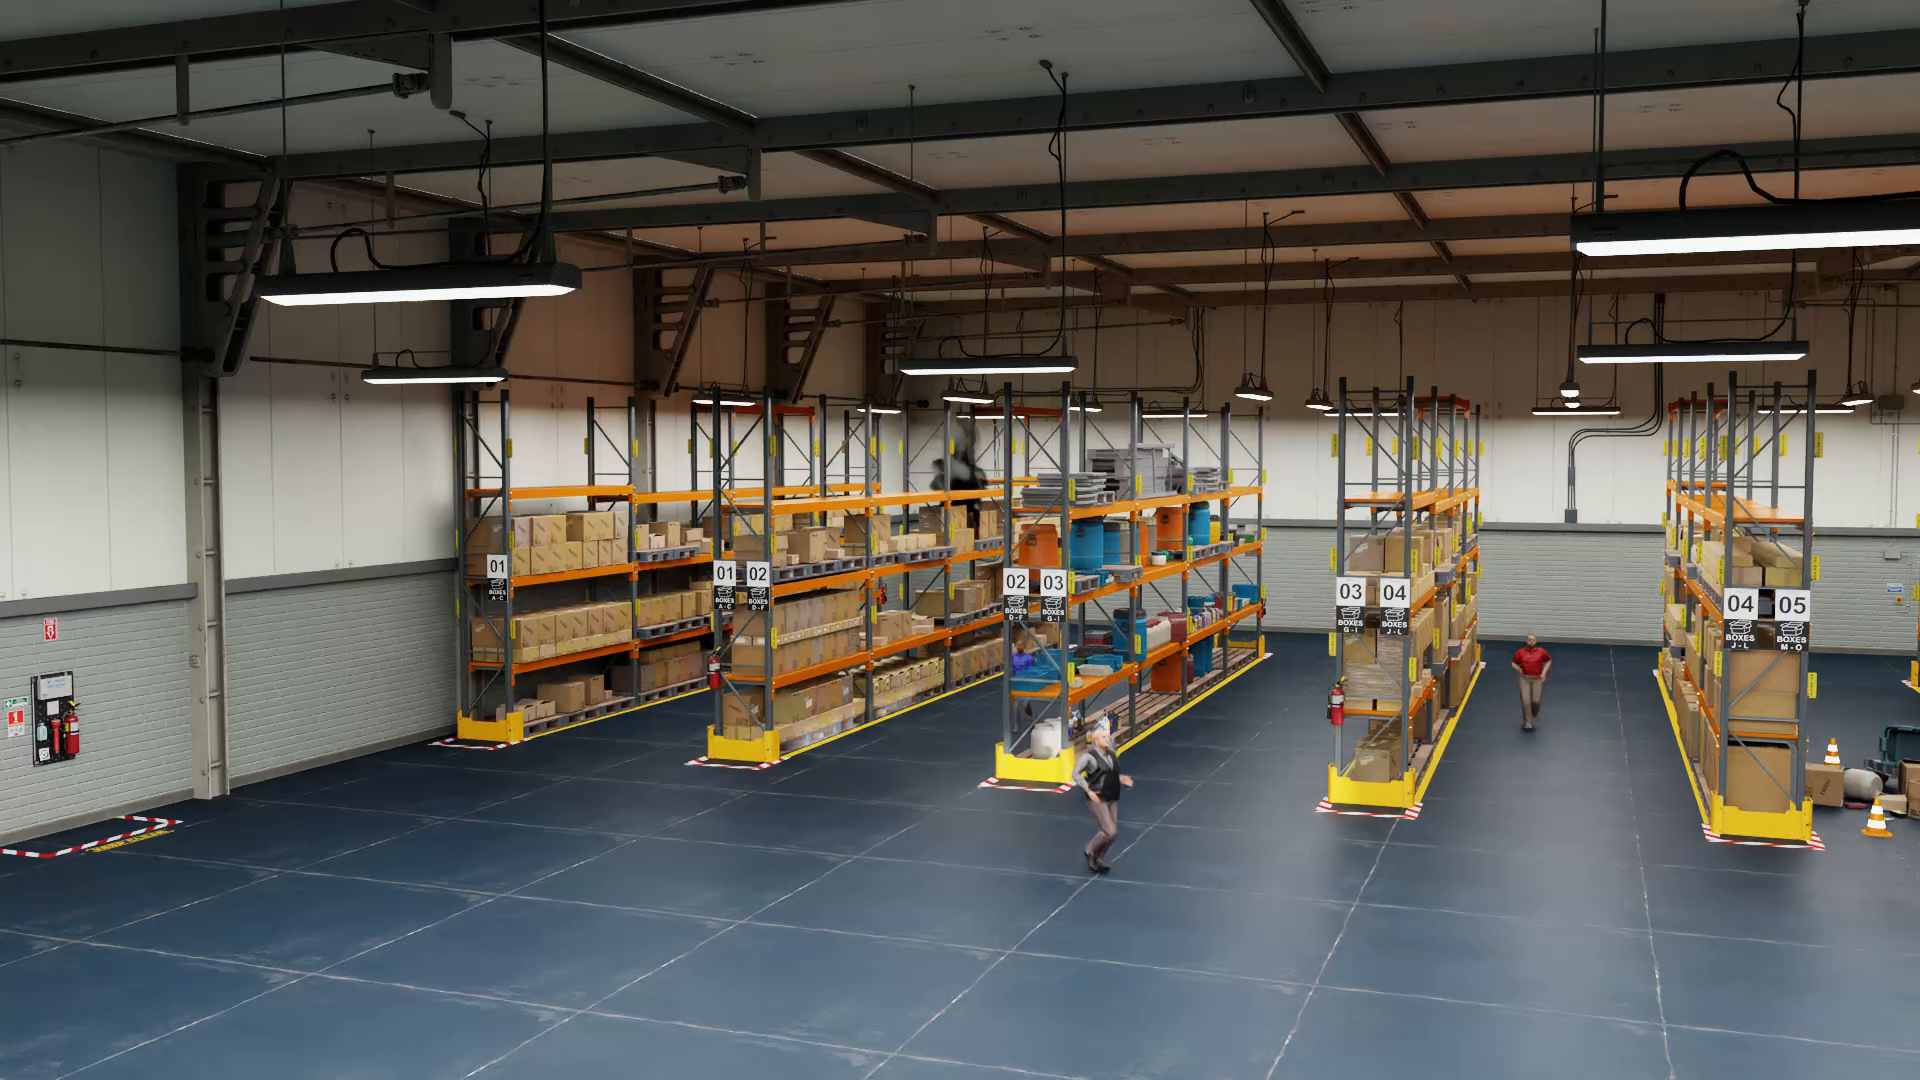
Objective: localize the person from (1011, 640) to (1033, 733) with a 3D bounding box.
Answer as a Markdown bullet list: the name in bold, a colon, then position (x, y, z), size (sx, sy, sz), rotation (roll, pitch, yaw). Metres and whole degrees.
- **person**: position (1.065, 2.575, 29.477), size (0.584, 1.603, 0.749), rotation (1, 3, 17)

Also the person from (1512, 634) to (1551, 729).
- **person**: position (10.178, 2.526, 29.624), size (0.672, 1.683, 0.585), rotation (1, 3, 17)

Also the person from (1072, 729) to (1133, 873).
- **person**: position (1.721, 3.072, 19.533), size (0.648, 1.683, 0.600), rotation (-3, 4, -43)
